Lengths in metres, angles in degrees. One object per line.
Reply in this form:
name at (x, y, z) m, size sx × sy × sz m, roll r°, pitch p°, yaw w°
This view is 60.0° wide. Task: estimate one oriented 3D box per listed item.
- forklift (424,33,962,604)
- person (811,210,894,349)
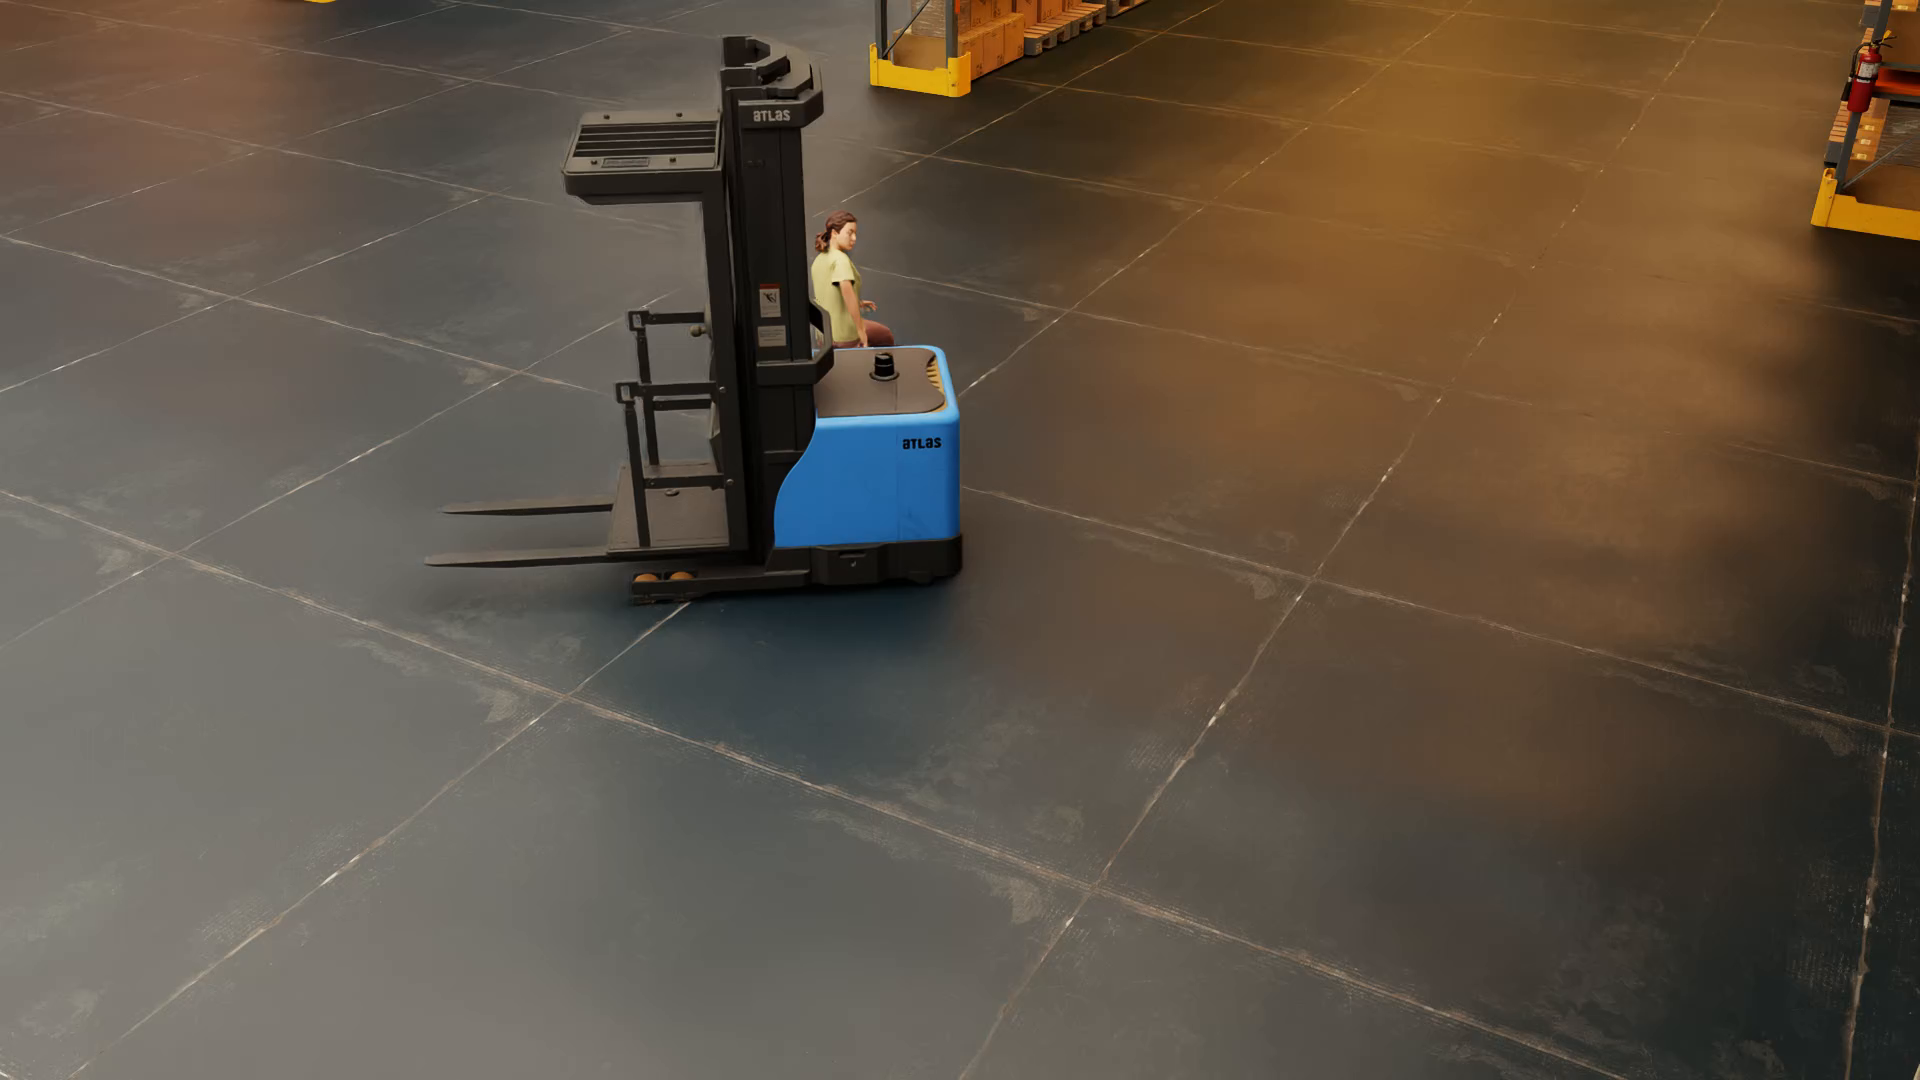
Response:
forklift at (-1.538, -1.188, 9.129) m, size 3.031 × 2.935 × 1.130 m, roll -3°, pitch 30°, yaw -5°
person at (-0.683, -1.444, 11.058) m, size 0.688 × 1.475 × 0.715 m, roll 22°, pitch 36°, yaw 33°
